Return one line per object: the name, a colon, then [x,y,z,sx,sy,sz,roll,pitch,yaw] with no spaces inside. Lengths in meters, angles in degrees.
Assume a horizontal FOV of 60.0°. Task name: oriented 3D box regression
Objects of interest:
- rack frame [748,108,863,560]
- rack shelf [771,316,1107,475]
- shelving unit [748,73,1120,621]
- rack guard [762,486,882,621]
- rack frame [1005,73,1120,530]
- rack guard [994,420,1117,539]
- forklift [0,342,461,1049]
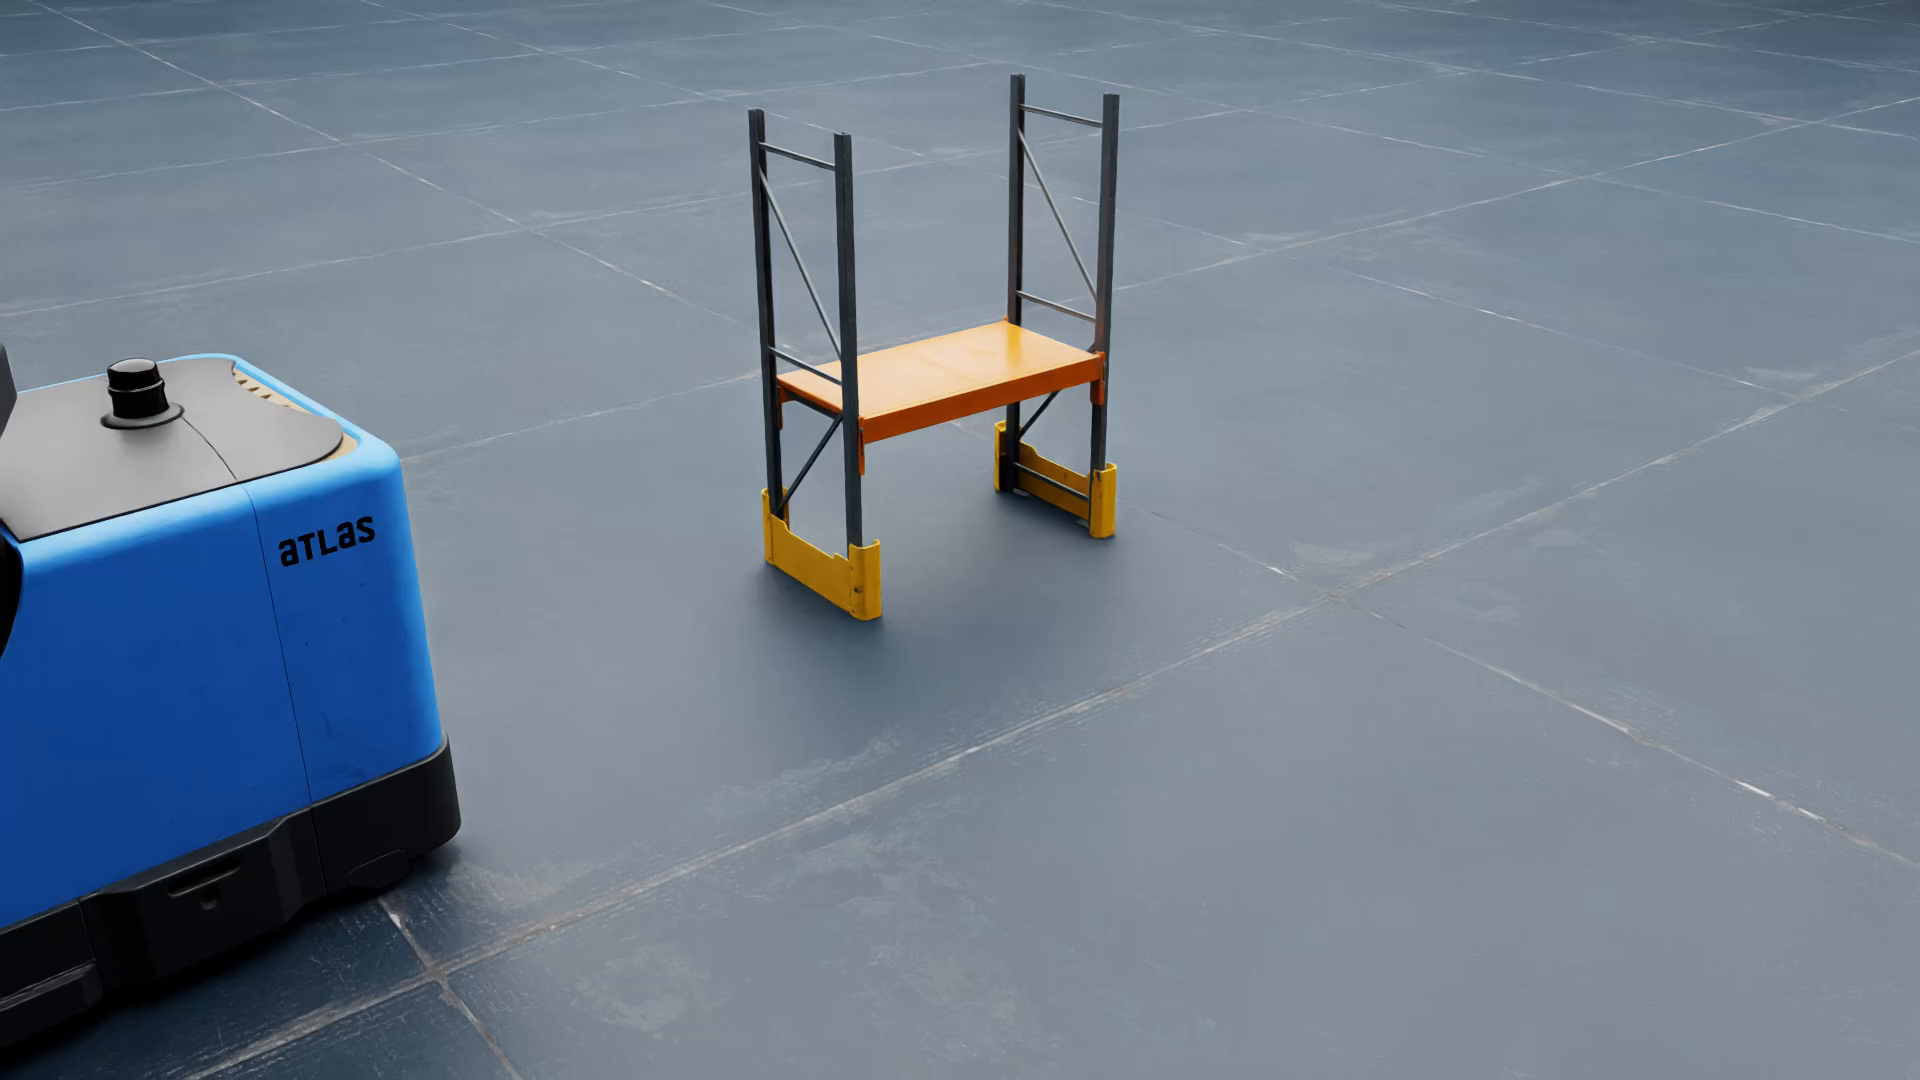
rack frame: [-0.467,-0.526,5.102,0.032,1.500,0.500,-18,31,-34]
rack shelf: [-0.067,-0.495,5.462,1.000,0.185,0.538,-18,31,-34]
shelving unit: [-0.060,-0.661,5.392,1.083,1.500,0.587,-18,31,-34]
rack guard: [-0.452,0.036,5.376,0.087,0.250,0.587,-18,31,-34]
rack frame: [0.333,-0.790,5.671,0.032,1.500,0.500,-18,31,-34]
rack guard: [0.332,-0.223,5.933,0.087,0.250,0.587,-18,31,-34]
forklift: [-2.638,-0.280,2.871,3.031,2.935,1.130,-22,33,-39]
